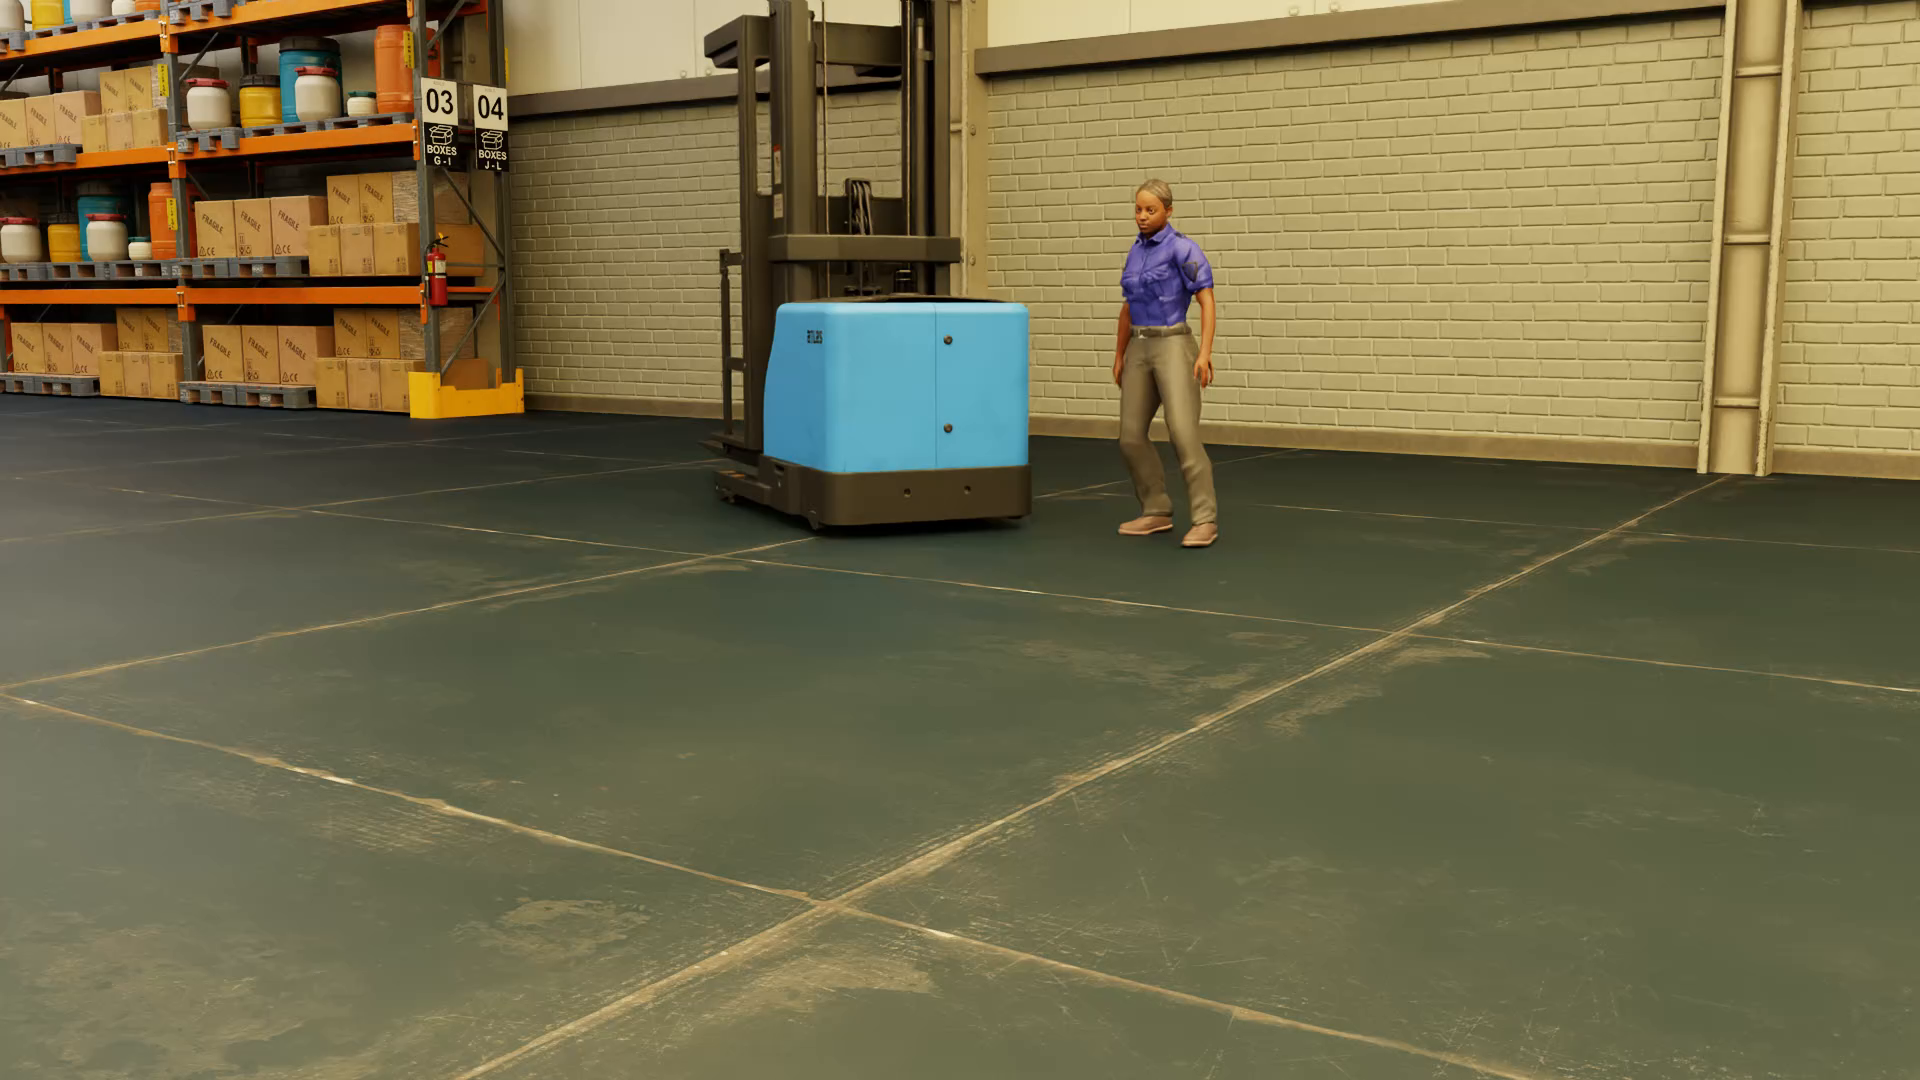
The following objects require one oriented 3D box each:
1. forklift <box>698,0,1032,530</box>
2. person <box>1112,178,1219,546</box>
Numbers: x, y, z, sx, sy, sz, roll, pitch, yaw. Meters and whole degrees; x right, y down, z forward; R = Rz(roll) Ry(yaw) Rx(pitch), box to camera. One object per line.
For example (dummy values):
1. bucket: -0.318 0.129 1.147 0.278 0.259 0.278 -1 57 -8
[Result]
1. forklift: -0.709 -1.665 8.901 1.130 2.935 3.031 -4 9 -23
2. person: 0.932 -0.821 7.606 0.358 1.632 0.741 -7 10 -39
